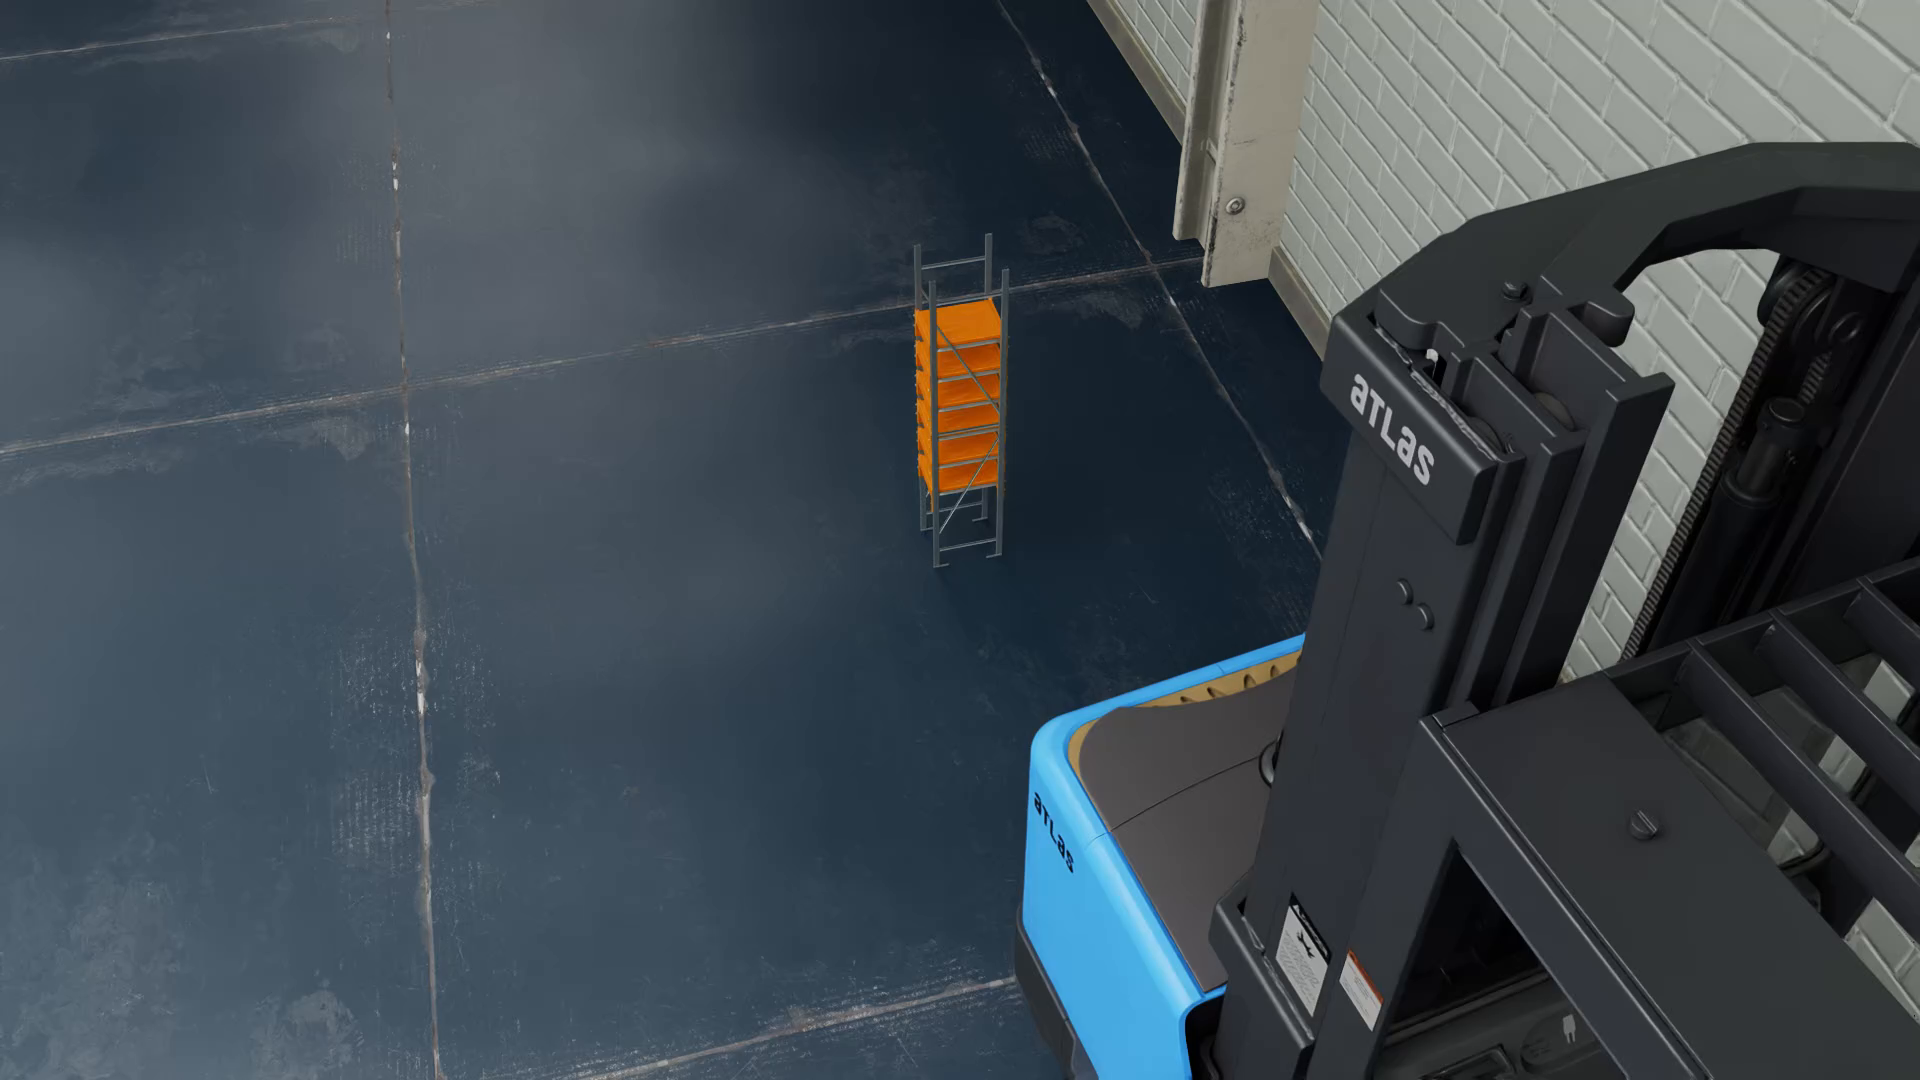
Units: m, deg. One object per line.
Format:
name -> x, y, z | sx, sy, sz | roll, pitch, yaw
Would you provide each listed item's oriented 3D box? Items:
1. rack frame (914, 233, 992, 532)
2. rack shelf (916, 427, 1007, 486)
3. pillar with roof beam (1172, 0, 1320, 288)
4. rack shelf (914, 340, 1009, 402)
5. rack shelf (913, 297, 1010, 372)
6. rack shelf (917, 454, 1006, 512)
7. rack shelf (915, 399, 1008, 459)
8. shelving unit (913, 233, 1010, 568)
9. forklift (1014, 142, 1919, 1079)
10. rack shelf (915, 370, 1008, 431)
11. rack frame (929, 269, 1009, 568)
rack frame -> -0.020, -0.473, 5.374 | 0.240, 1.200, 0.006 | -11, 47, -10
rack shelf -> 0.004, -0.295, 5.429 | 0.258, 0.103, 0.180 | -11, 47, -10
pillar with roof beam -> -3.067, -3.552, 2.930 | 9.100, 9.000, 0.400 | -11, 47, -10
rack shelf -> 0.004, -0.547, 5.172 | 0.258, 0.103, 0.180 | -11, 47, -10
rack shelf -> 0.004, -0.631, 5.086 | 0.258, 0.103, 0.180 | -11, 47, -10
rack shelf -> 0.004, -0.211, 5.515 | 0.258, 0.103, 0.180 | -11, 47, -10
rack shelf -> 0.004, -0.379, 5.343 | 0.258, 0.103, 0.180 | -11, 47, -10
shelving unit -> 0.004, -0.410, 5.312 | 0.258, 1.200, 0.189 | -11, 47, -10
forklift -> 1.182, 0.992, 2.726 | 1.130, 2.935, 3.031 | -17, 48, -16
rack shelf -> 0.004, -0.463, 5.258 | 0.258, 0.103, 0.180 | -11, 47, -10
rack frame -> 0.027, -0.347, 5.250 | 0.240, 1.200, 0.006 | -11, 47, -10
